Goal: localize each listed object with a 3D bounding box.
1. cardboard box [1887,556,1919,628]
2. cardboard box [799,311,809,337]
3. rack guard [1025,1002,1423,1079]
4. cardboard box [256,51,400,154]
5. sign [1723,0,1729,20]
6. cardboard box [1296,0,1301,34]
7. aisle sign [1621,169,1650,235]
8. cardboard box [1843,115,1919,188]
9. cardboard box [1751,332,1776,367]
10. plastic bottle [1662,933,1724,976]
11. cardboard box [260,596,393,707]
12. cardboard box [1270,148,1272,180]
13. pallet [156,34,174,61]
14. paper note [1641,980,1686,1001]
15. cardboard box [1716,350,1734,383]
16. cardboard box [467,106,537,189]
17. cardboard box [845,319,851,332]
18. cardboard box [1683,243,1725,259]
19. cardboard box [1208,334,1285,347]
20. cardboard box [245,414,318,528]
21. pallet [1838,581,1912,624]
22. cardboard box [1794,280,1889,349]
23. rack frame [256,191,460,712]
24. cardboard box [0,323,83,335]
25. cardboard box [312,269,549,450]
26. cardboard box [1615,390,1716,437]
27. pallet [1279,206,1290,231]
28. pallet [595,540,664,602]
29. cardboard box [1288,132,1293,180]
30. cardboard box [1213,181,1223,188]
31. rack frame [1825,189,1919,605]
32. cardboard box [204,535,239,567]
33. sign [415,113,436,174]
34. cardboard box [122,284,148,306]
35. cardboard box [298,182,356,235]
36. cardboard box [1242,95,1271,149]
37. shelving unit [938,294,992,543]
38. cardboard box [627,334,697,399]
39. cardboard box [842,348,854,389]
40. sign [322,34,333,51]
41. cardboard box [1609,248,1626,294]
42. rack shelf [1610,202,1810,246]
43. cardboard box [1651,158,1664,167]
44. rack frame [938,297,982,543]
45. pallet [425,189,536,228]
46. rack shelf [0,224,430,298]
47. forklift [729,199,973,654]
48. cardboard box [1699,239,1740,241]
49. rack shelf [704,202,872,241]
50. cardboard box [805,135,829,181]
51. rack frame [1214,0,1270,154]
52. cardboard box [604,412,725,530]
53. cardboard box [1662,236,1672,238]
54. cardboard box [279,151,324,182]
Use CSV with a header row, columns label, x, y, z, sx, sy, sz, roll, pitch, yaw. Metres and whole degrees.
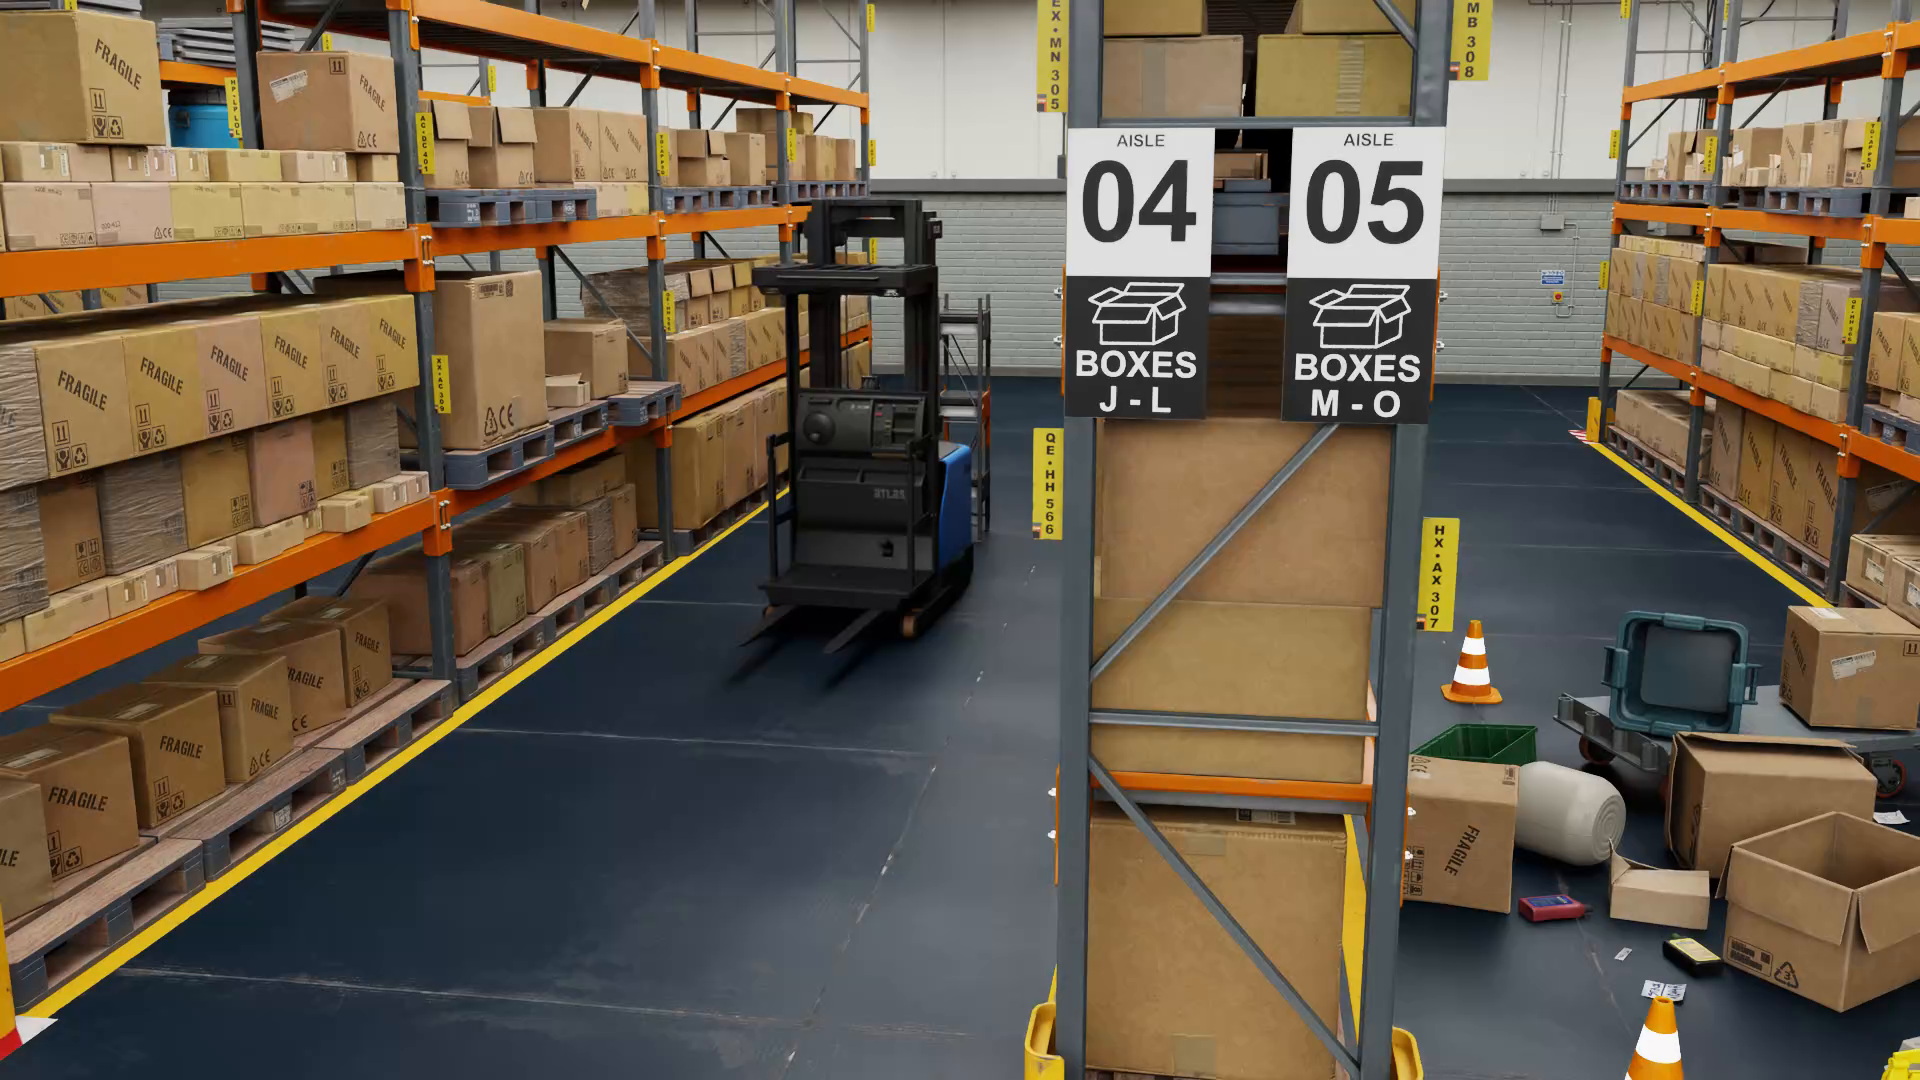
label,x,y,z,sx,sy,sz,roll,pitch,yaw
cardboard box,6.730,0.365,10.920,0.950,0.372,0.625,2,12,8
cardboard box,-1.913,-2.301,17.698,0.500,0.250,0.500,2,12,8
rack guard,0.792,1.768,5.105,1.175,0.500,0.348,2,12,9
cardboard box,-3.292,-2.277,8.688,0.500,0.500,0.500,2,12,7
sign,8.697,-6.058,18.839,0.100,0.325,0.005,2,12,9
cardboard box,1.201,-1.558,4.953,0.380,0.149,0.250,2,12,9
aisle sign,7.887,-3.946,19.512,0.394,0.787,0.004,2,12,9
cardboard box,6.841,-2.791,11.961,0.797,0.503,0.637,1,12,5
cardboard box,6.969,-1.588,13.910,0.500,0.250,0.500,2,12,7
plastic bottle,2.917,1.656,6.666,0.133,0.061,0.283,-2,12,-11
cardboard box,-3.576,0.625,9.410,0.500,0.500,0.500,1,12,7
cardboard box,1.594,-1.697,7.491,0.380,0.149,0.250,2,12,10
pallet,-7.612,-4.261,14.302,1.213,0.211,1.003,2,12,9
paper note,2.708,1.730,6.397,0.144,0.017,0.142,7,14,28
cardboard box,7.141,-1.554,14.940,0.500,0.250,0.500,2,12,7
cardboard box,-3.161,-2.487,10.550,0.797,0.503,0.637,2,12,11
cardboard box,-1.514,-2.552,19.809,0.380,0.149,0.250,2,12,7
cardboard box,7.498,-2.903,16.695,0.380,0.149,0.250,2,12,8
cardboard box,1.131,-0.591,7.198,0.875,0.550,0.550,2,12,9
cardboard box,-3.694,-0.366,8.129,0.875,0.500,0.500,2,12,9
pallet,6.811,0.540,11.485,1.003,0.211,1.213,2,12,9
cardboard box,6.824,-1.746,12.865,0.500,0.500,0.500,2,12,10
rack frame,-3.475,-0.474,9.572,1.000,3.000,0.127,2,12,9
cardboard box,-4.099,-0.655,7.096,0.500,0.500,0.500,2,12,9
cardboard box,-3.214,-1.133,10.211,1.000,1.000,1.000,2,12,9
cardboard box,8.160,-1.463,19.246,0.875,0.438,0.875,1,12,7
pallet,1.503,-1.857,9.326,0.805,0.209,1.217,1,12,6
pallet,-2.981,0.219,12.975,1.003,0.211,1.213,2,12,9
cardboard box,1.243,-1.223,5.292,0.380,0.149,0.250,2,12,9
cardboard box,1.863,-2.767,12.855,0.500,0.500,0.500,2,12,9
rack frame,6.933,-0.985,11.946,1.000,3.000,0.127,2,12,9
cardboard box,-3.577,0.065,7.670,0.380,0.149,0.250,2,12,9
sign,-2.937,-2.177,9.127,0.100,0.325,0.005,2,12,9
cardboard box,-11.217,-3.240,22.172,0.500,0.500,0.500,2,12,10
cardboard box,-3.377,-1.655,8.289,0.500,0.250,0.500,2,12,10
cardboard box,1.589,-1.974,7.828,0.500,0.250,0.500,2,12,8
shelving unit,0.025,-1.061,14.432,0.431,2.100,0.503,2,12,9
cardboard box,-2.516,-1.448,13.853,0.500,0.500,0.500,2,12,10
cardboard box,-1.788,-1.813,19.833,0.875,0.875,0.875,2,12,9
sign,-6.595,-5.112,17.349,0.100,0.325,0.005,2,12,9
cardboard box,7.808,-3.098,19.136,0.500,0.500,0.500,2,12,7
rack shelf,7.855,-3.349,17.501,1.077,0.370,4.000,2,12,9
cardboard box,8.183,-4.201,18.870,0.500,0.250,0.500,1,12,3
rack frame,-0.012,-1.010,14.196,0.400,2.100,0.015,2,12,9
pallet,-3.274,-1.973,9.856,1.213,0.211,1.003,2,12,9
rack shelf,-3.782,-1.172,7.400,1.077,0.370,4.000,2,12,9
forklift,-0.749,-0.848,11.470,1.130,2.935,3.031,3,13,14
cardboard box,8.164,-3.157,17.871,0.380,0.149,0.250,2,12,10
rack shelf,-1.937,-3.670,18.991,1.077,0.370,4.000,2,12,9
cardboard box,-1.876,-4.289,18.685,0.700,0.500,0.500,2,12,11
rack frame,1.411,-3.225,8.096,1.000,3.000,0.127,2,12,9
cardboard box,-2.733,-0.616,14.278,1.225,0.875,0.875,1,12,6
cardboard box,7.865,-3.384,18.924,0.380,0.149,0.250,2,12,10
cardboard box,-3.341,-1.819,8.102,0.380,0.149,0.250,1,12,7
